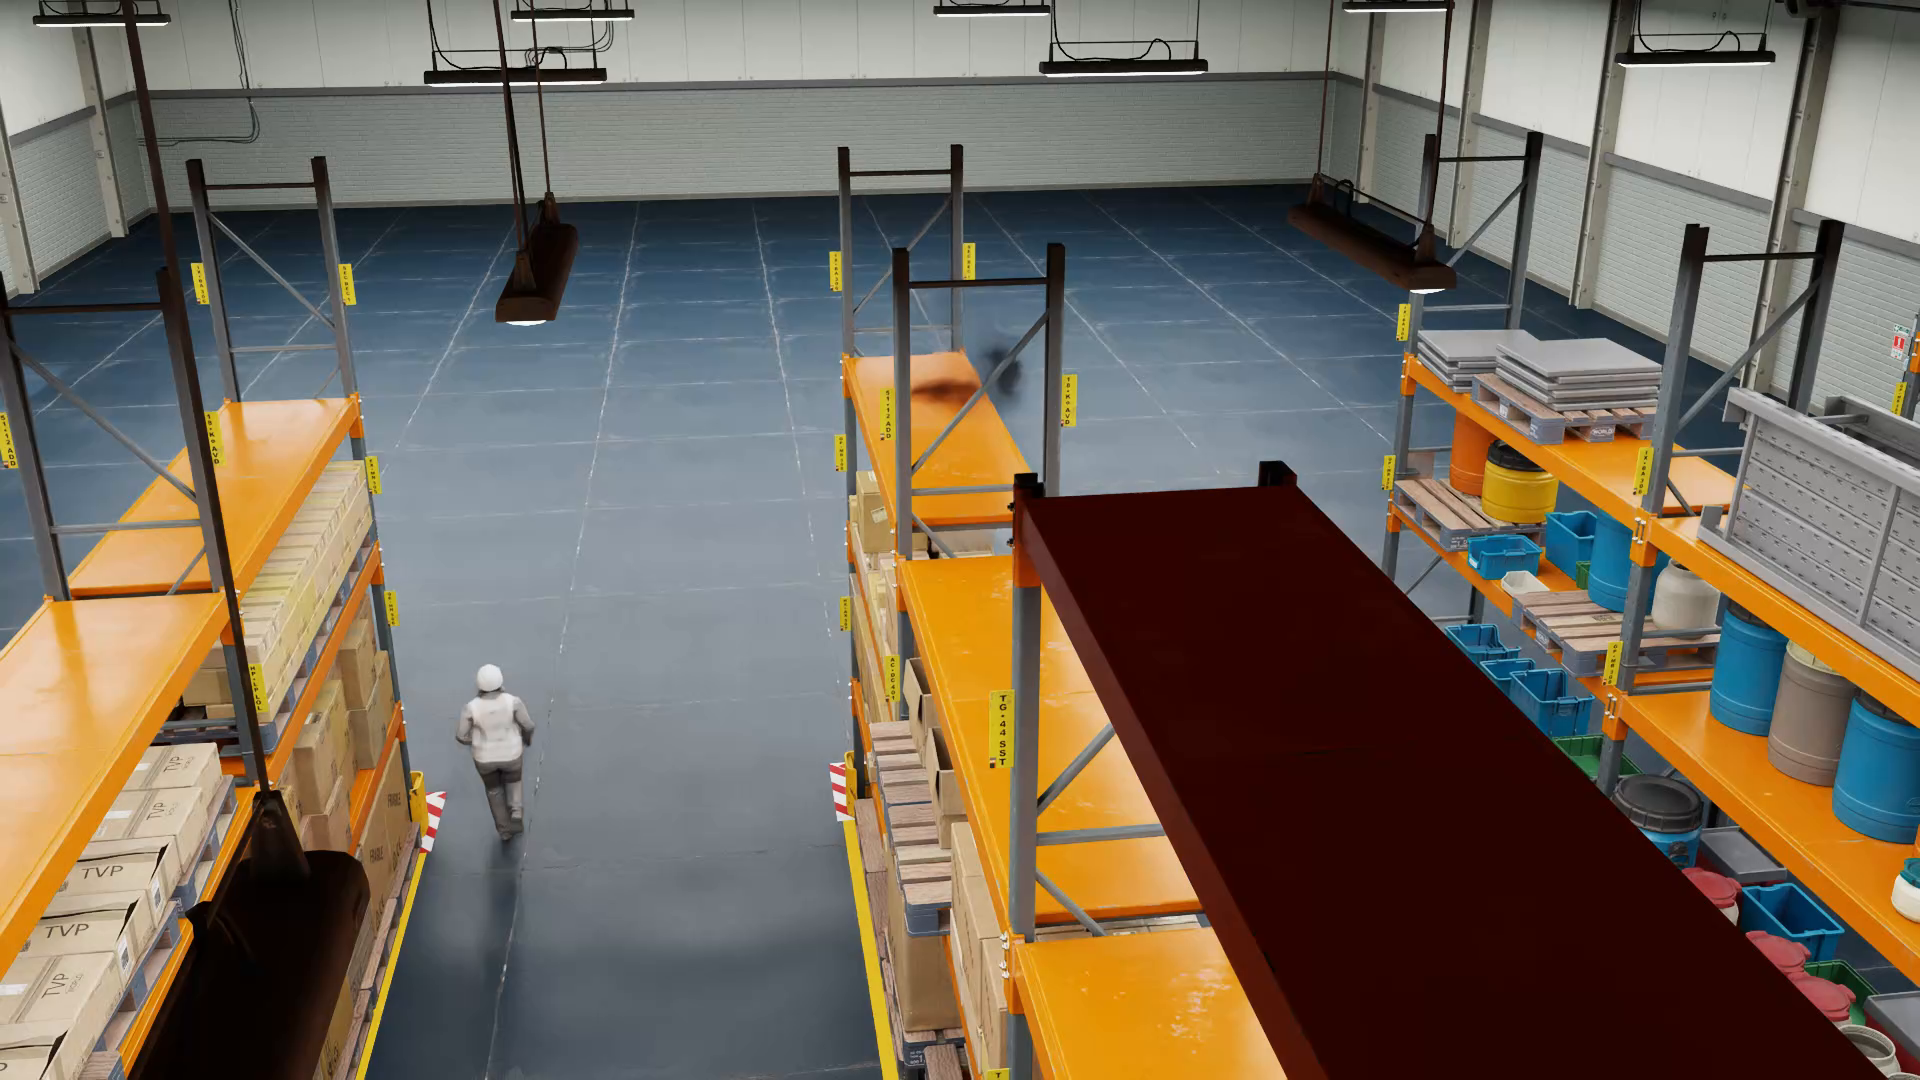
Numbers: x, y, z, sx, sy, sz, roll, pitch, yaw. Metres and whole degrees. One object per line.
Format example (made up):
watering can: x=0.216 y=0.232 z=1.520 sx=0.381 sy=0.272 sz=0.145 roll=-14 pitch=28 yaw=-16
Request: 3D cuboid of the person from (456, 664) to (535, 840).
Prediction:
person: x=-4.046 y=1.881 z=14.573 sx=0.668 sy=1.733 sz=0.587 roll=-6 pitch=22 yaw=-15
